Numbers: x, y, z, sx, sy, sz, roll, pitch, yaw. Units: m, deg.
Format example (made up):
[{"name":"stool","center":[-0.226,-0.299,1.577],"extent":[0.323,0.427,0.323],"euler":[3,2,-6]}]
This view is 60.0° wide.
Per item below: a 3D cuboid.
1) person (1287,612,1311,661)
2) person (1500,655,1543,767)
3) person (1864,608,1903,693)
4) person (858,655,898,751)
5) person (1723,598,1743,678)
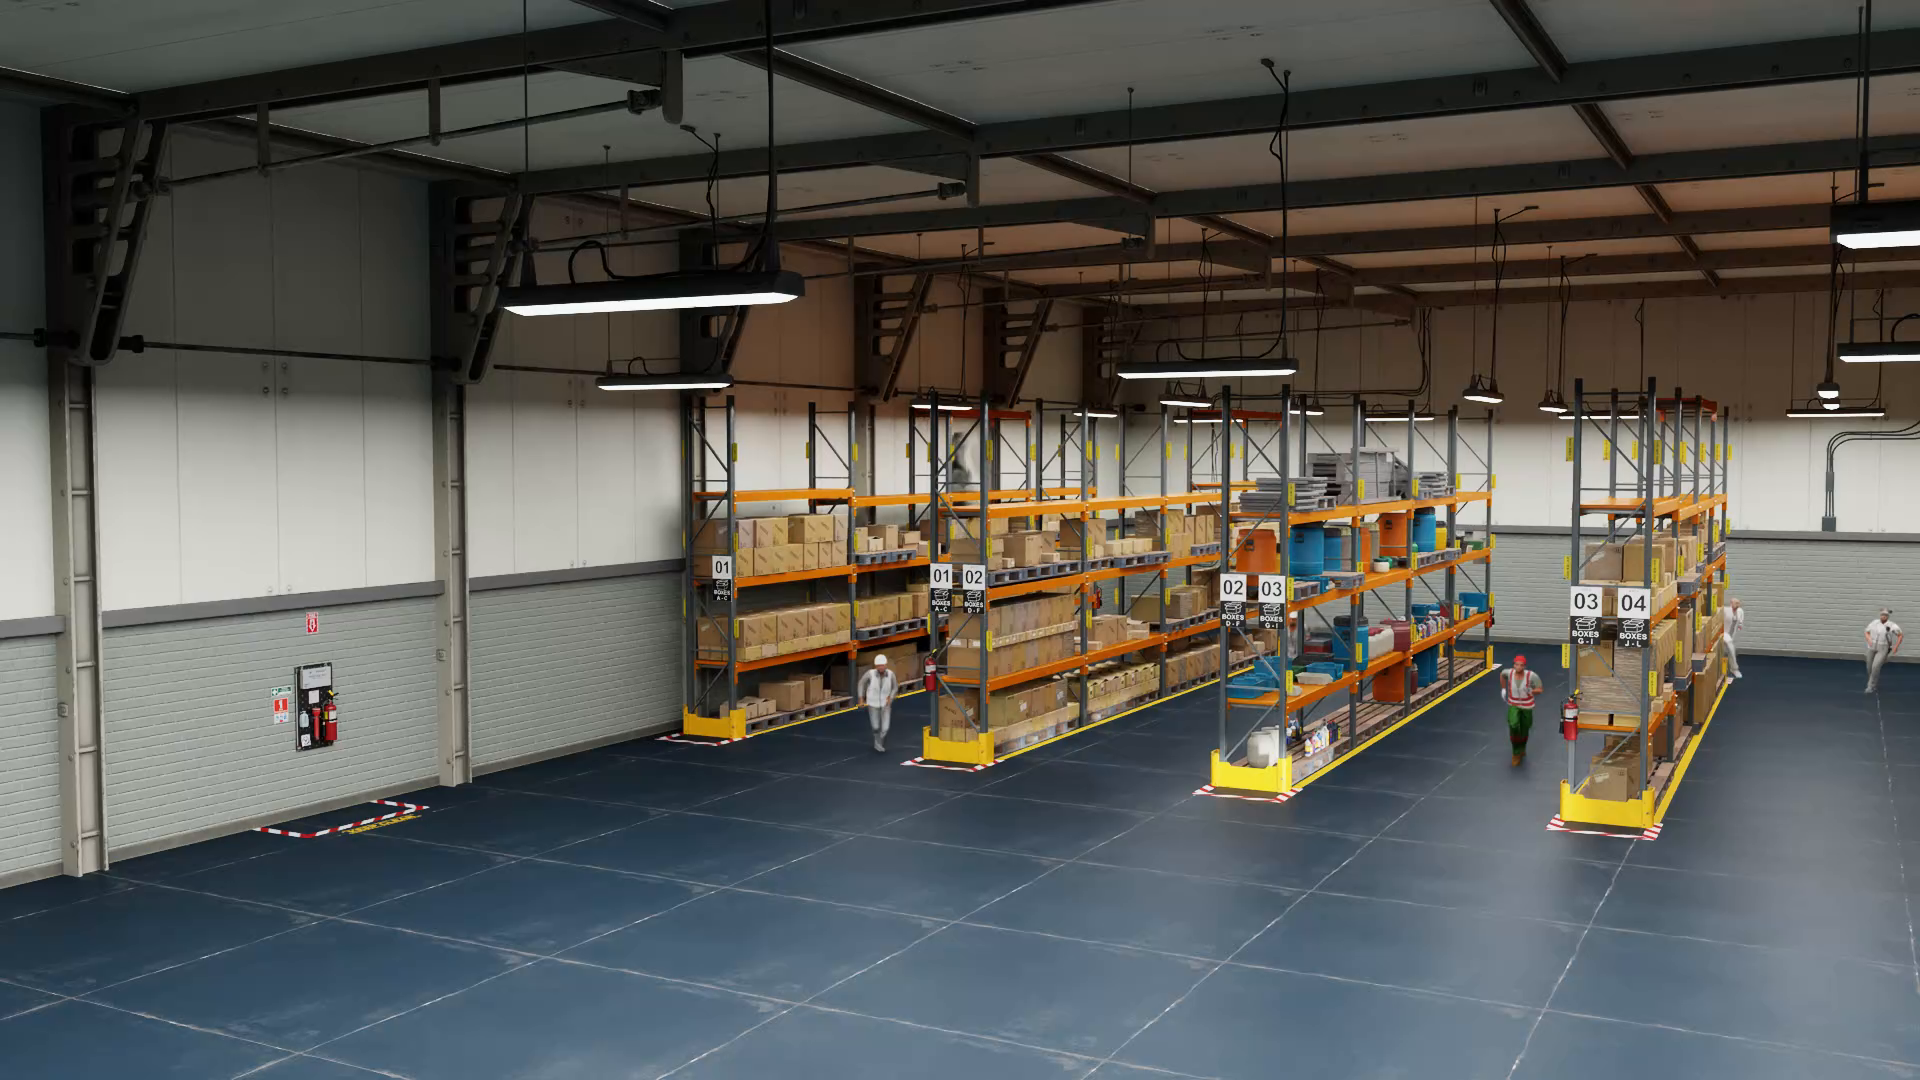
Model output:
[{"name":"person","center":[7.015,2.341,34.709],"extent":[0.656,1.717,0.853],"euler":[2,3,27]},{"name":"person","center":[9.038,2.720,26.796],"extent":[0.650,1.785,0.975],"euler":[1,3,19]},{"name":"person","center":[19.329,2.296,34.859],"extent":[0.852,1.768,0.724],"euler":[-3,4,-43]},{"name":"person","center":[-1.363,2.717,27.709],"extent":[0.665,1.654,0.729],"euler":[0,3,-7]},{"name":"person","center":[17.254,2.170,37.500],"extent":[0.728,1.778,1.116],"euler":[-1,3,-13]}]
